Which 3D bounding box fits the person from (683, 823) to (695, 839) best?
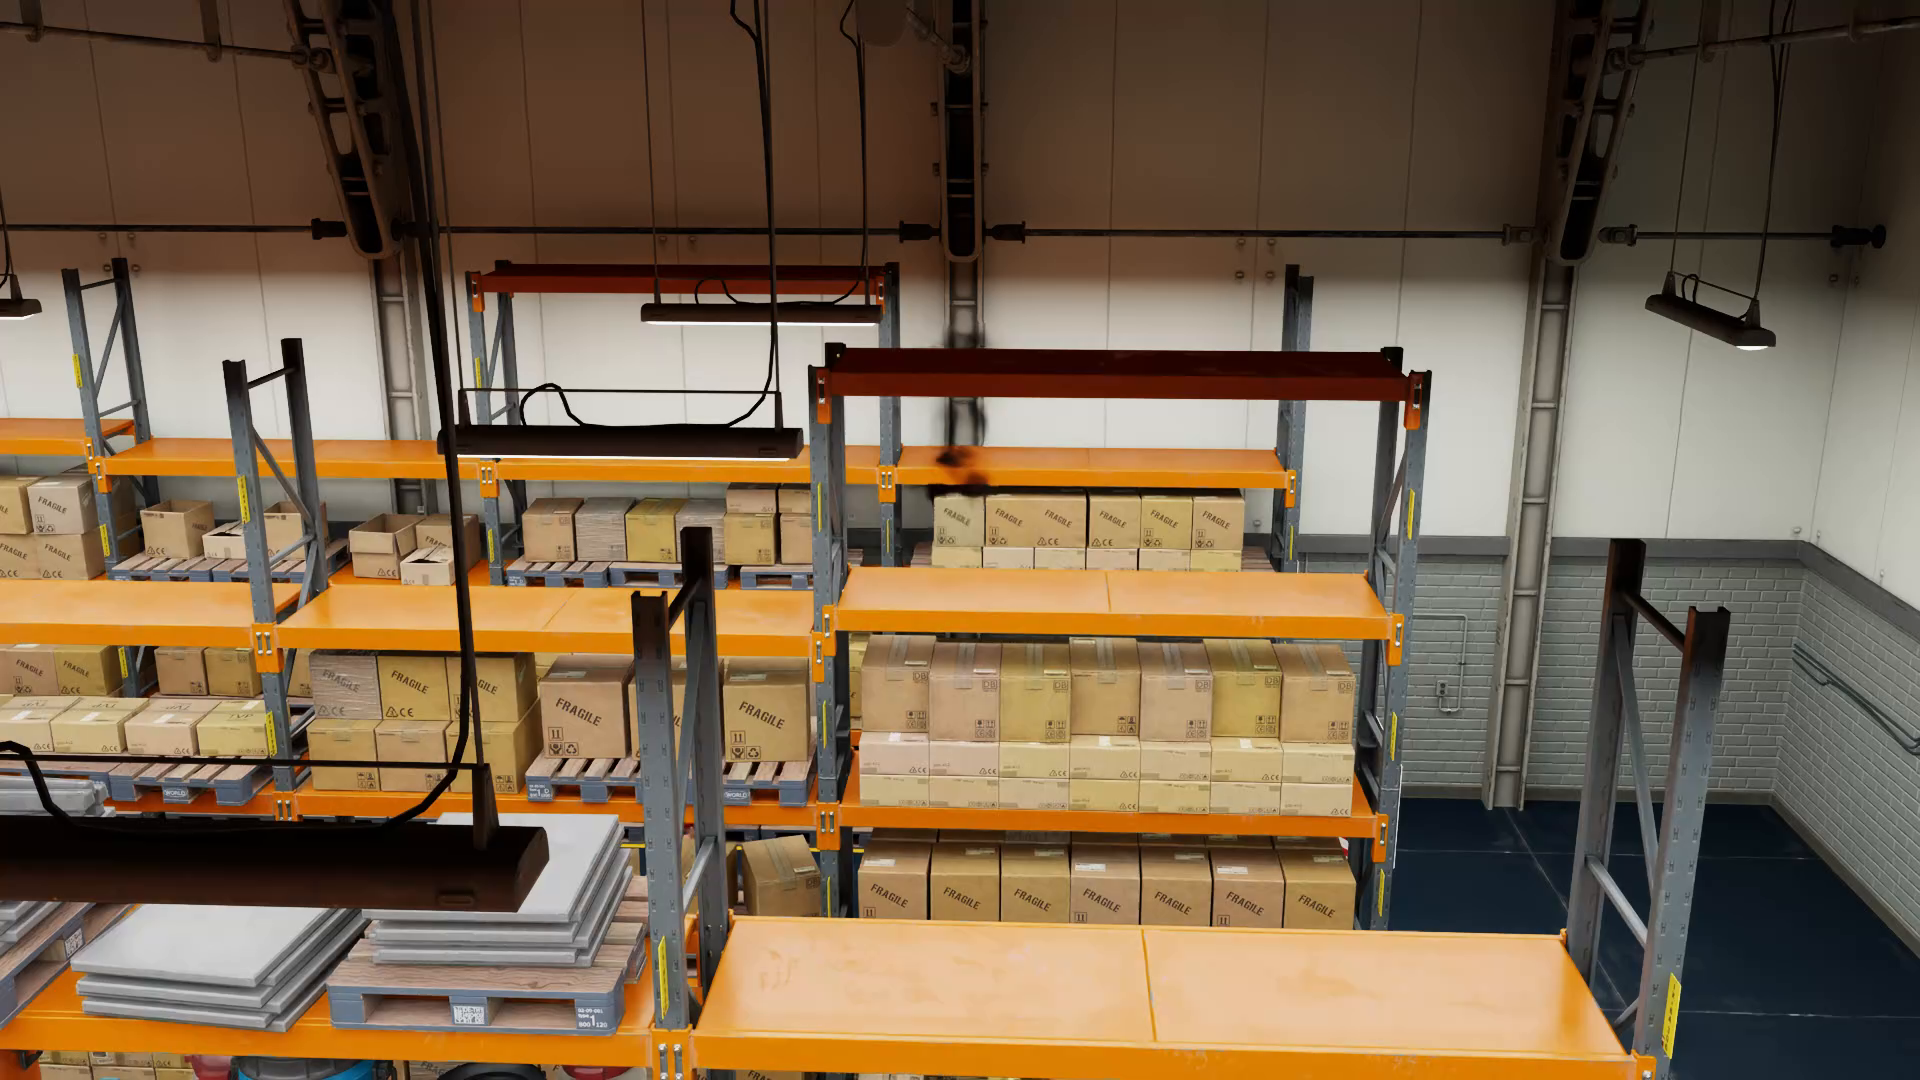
[{"bbox_3d":[-2.587,2.817,15.905,0.593,1.686,0.659,0,16,1],"label":"person"}]
